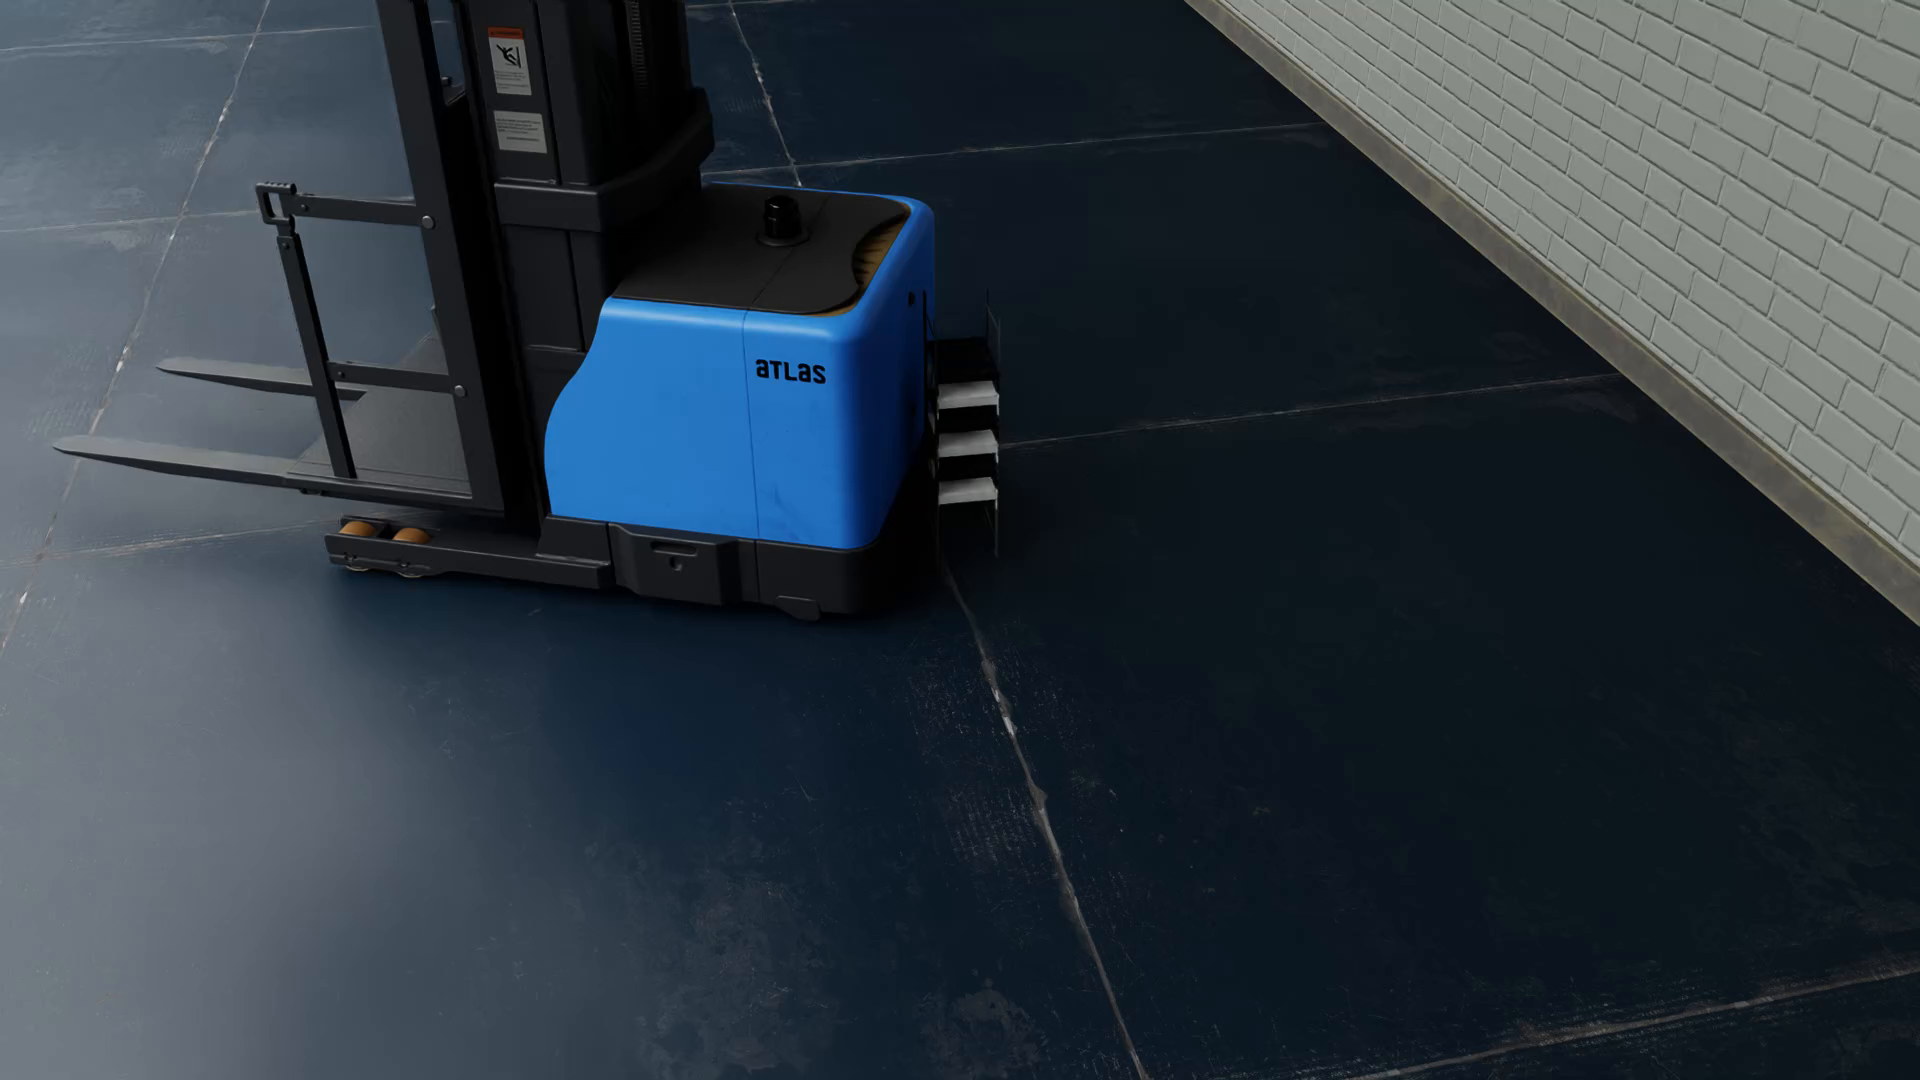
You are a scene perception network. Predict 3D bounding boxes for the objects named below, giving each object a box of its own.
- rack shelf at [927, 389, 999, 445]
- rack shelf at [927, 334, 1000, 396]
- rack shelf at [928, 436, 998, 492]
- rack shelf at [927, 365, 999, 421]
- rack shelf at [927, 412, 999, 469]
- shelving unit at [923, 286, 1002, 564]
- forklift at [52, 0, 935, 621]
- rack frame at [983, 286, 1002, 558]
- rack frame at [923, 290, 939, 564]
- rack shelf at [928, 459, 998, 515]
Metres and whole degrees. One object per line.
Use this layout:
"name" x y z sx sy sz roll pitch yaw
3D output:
"rack shelf" 0.006 -0.416 5.461 0.200 0.077 0.258 -6 34 -8
"rack shelf" 0.006 -0.566 5.361 0.200 0.077 0.258 -6 34 -8
"rack shelf" 0.006 -0.267 5.561 0.200 0.077 0.258 -6 34 -8
"rack shelf" 0.006 -0.491 5.411 0.200 0.077 0.258 -6 34 -8
"rack shelf" 0.006 -0.342 5.511 0.200 0.077 0.258 -6 34 -8
"shelving unit" 0.006 -0.369 5.493 0.210 0.900 0.258 -6 34 -8
"forklift" -1.642 -1.369 5.160 3.031 2.935 1.130 7 34 10
"rack frame" 0.106 -0.379 5.507 0.006 0.900 0.240 -6 34 -8
"rack frame" -0.094 -0.359 5.478 0.006 0.900 0.240 -6 34 -8
"rack shelf" 0.006 -0.192 5.611 0.200 0.077 0.258 -6 34 -8
